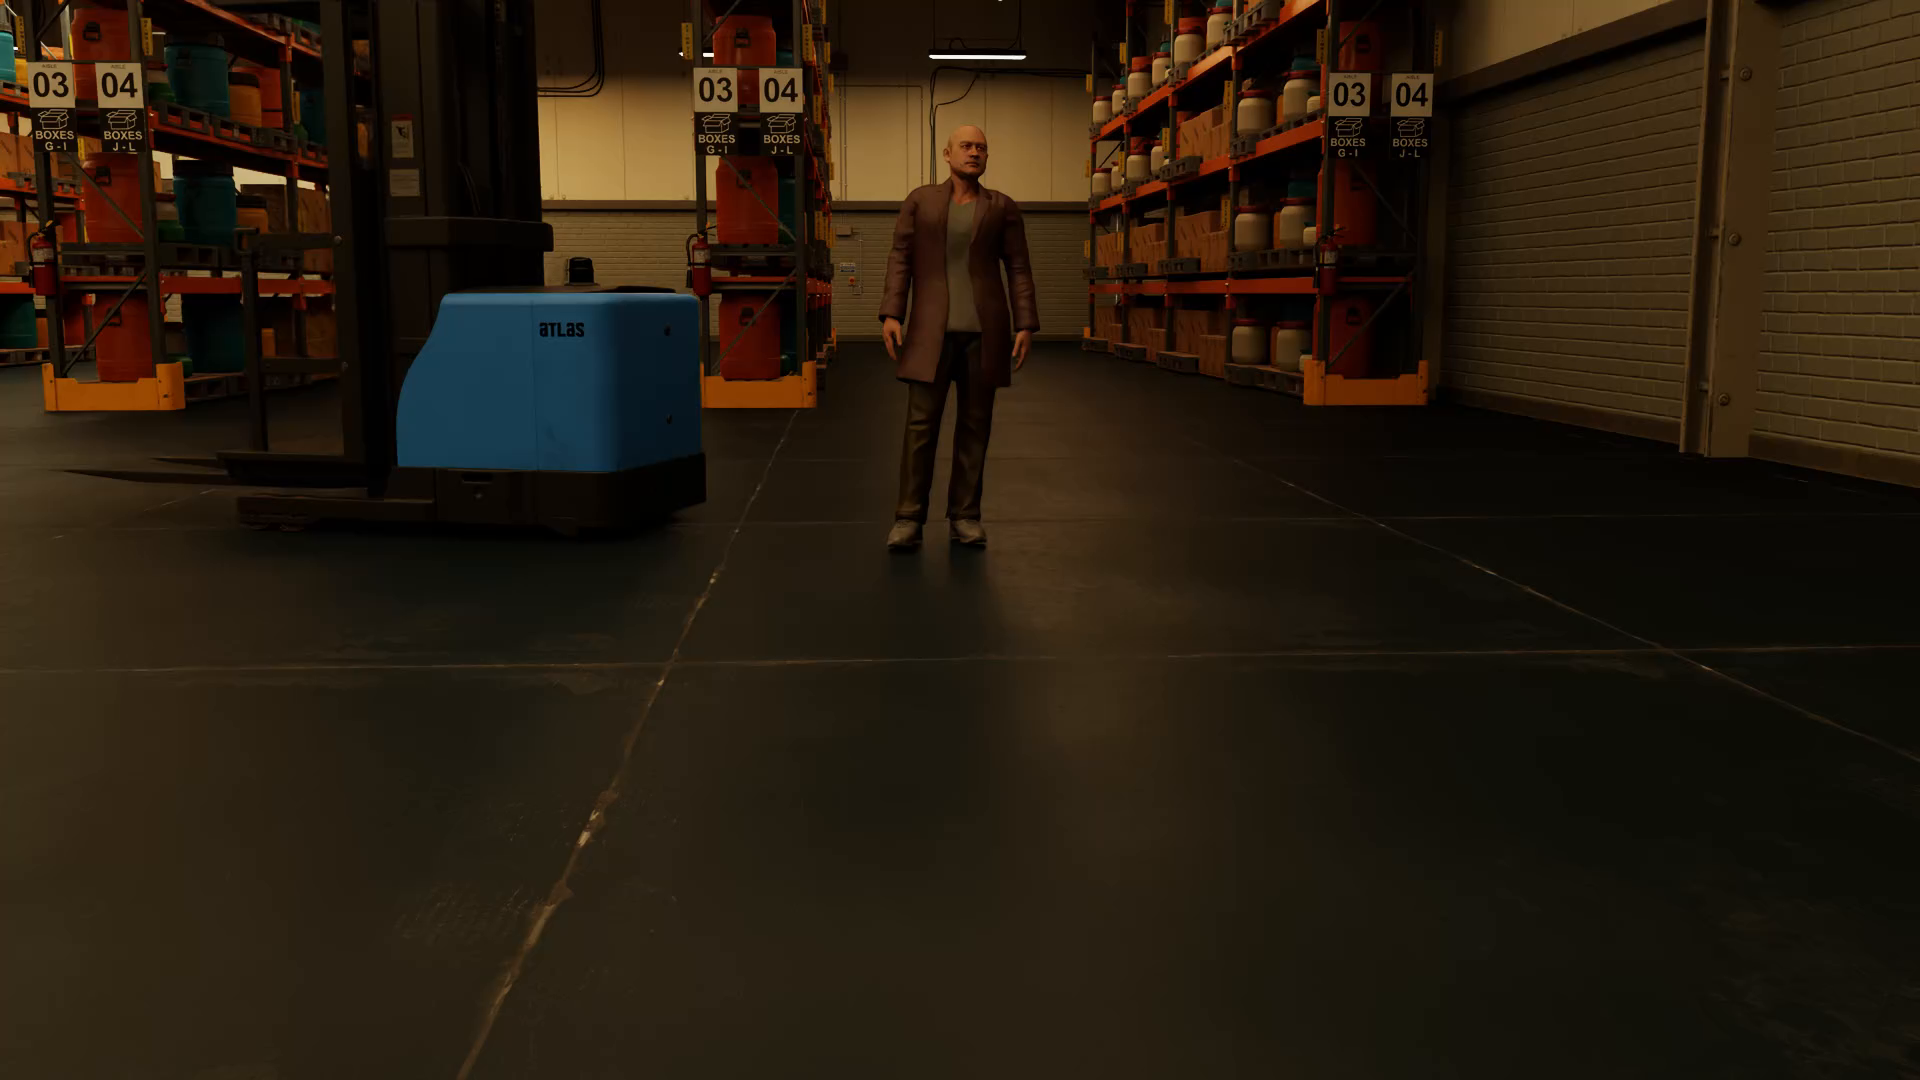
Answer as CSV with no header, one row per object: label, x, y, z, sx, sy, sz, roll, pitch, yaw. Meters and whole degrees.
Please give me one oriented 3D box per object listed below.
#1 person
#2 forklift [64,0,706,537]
person,0.002,-0.873,7.087,0.698,1.778,0.579,-1,8,-4
forklift,-2.808,-1.559,7.829,3.031,2.935,1.130,2,9,15
